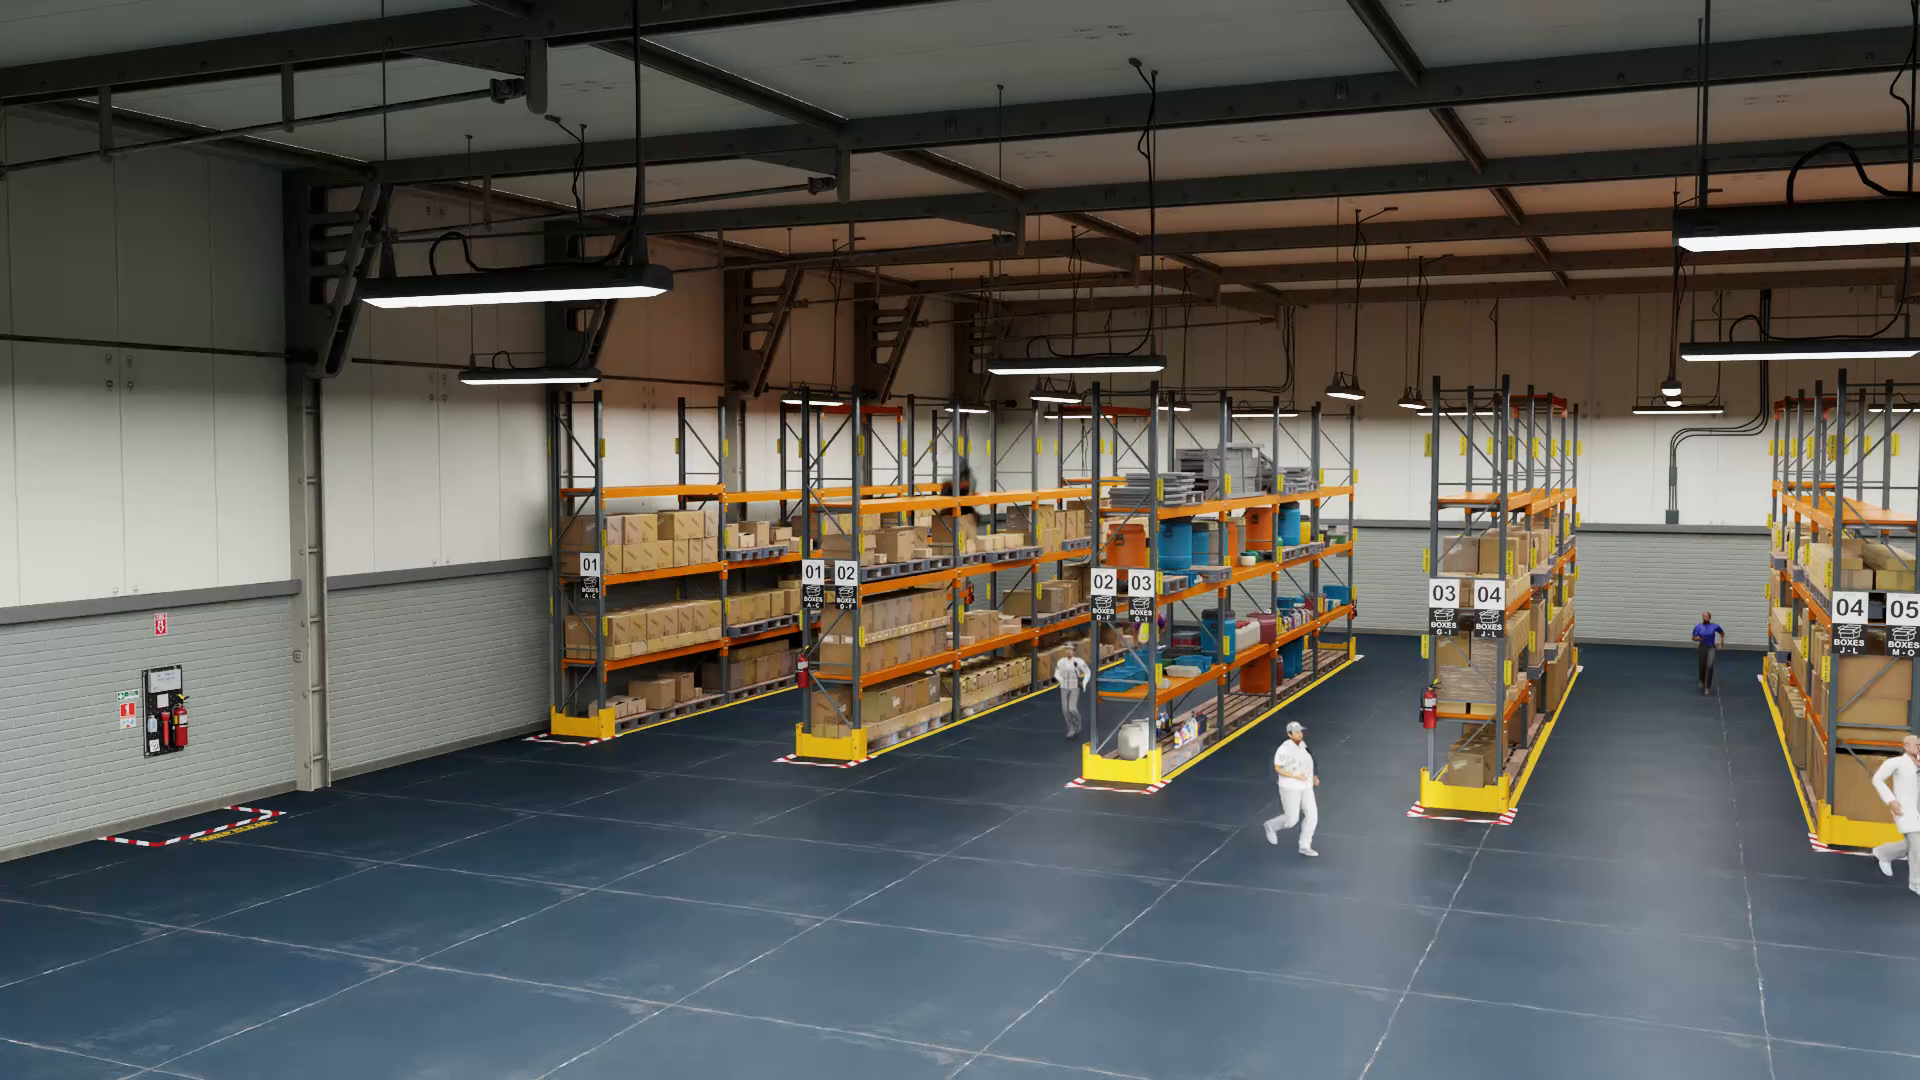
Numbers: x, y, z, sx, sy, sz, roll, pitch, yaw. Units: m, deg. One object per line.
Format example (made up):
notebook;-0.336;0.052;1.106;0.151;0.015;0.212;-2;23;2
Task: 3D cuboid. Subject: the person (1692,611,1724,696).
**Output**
person;15.300;2.309;34.031;0.587;1.682;0.900;2;4;31

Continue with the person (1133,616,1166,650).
person;4.022;2.185;35.349;0.701;1.748;0.831;1;3;13

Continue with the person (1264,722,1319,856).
person;4.131;3.052;20.556;0.616;1.626;0.740;-2;4;-37

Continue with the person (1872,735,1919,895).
person;10.745;3.096;18.897;0.731;1.790;0.933;-1;3;-18

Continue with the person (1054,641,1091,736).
person;1.906;2.581;28.721;0.597;1.660;0.569;1;3;20
